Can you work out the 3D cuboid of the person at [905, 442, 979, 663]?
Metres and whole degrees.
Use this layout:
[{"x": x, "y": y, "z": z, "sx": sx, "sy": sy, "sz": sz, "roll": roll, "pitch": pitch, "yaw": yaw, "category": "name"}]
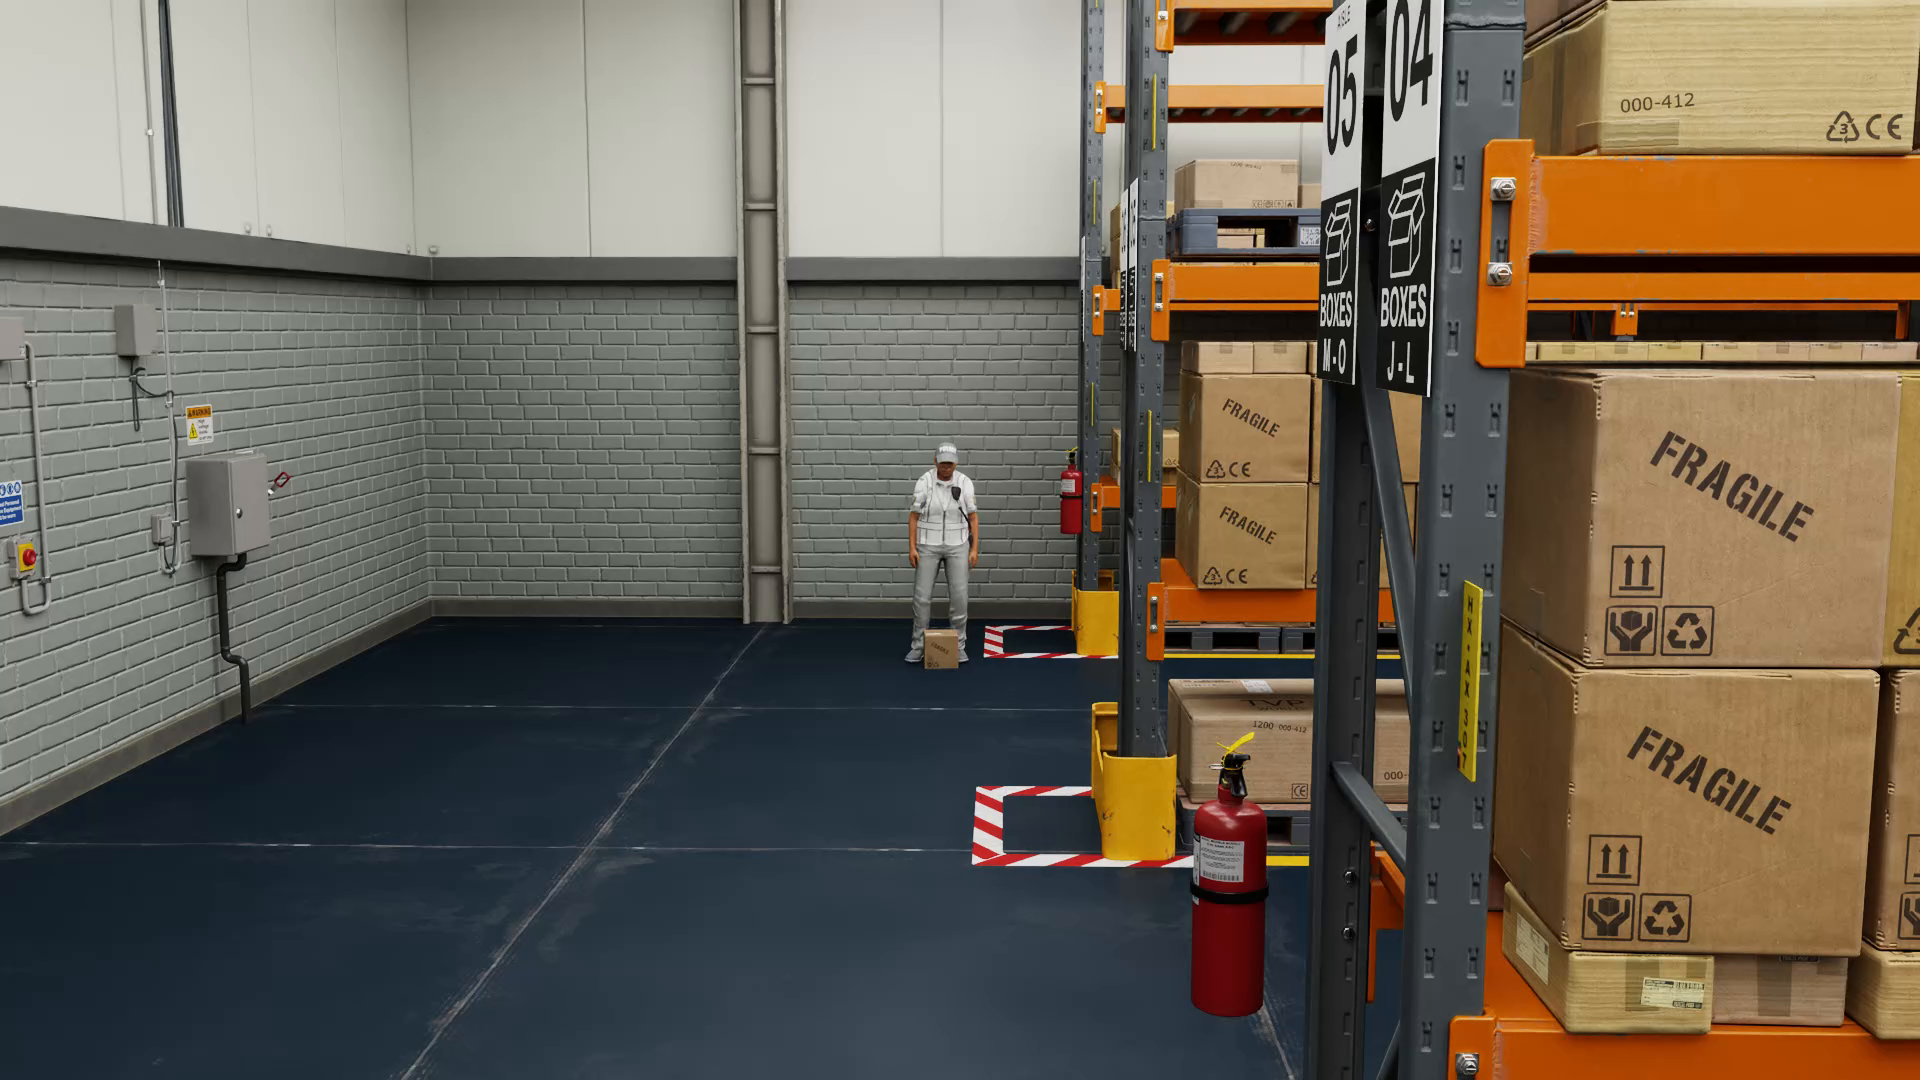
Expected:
[{"x": -0.139, "y": 0.087, "z": 12.576, "sx": 0.564, "sy": 1.667, "sz": 0.465, "roll": 0, "pitch": 7, "yaw": -2, "category": "person"}]
